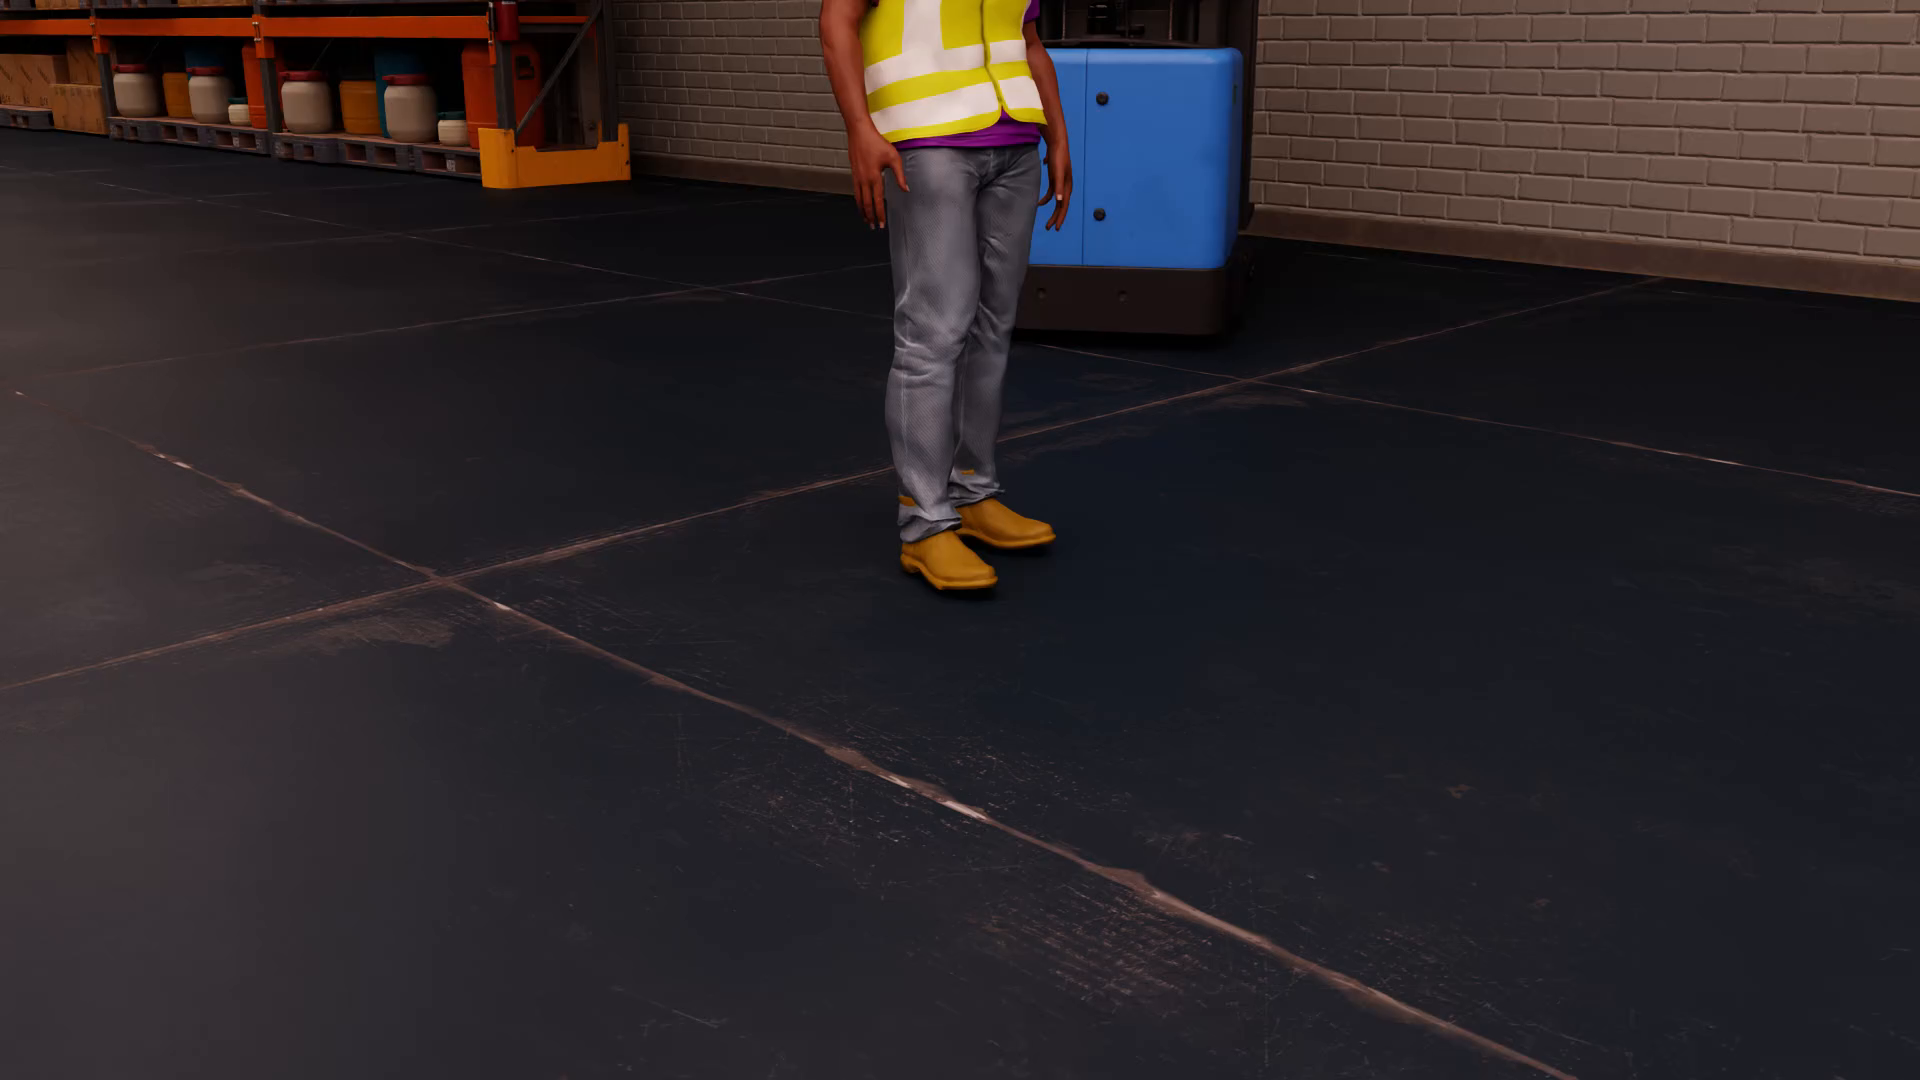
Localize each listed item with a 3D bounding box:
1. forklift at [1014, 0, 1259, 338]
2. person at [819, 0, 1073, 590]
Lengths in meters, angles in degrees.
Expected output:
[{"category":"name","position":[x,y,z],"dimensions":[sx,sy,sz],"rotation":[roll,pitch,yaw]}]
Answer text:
[{"category":"forklift","position":[0.758,-2.541,7.164],"dimensions":[1.130,2.935,3.031],"rotation":[4,17,11]},{"category":"person","position":[0.045,-0.835,3.582],"dimensions":[0.577,1.765,0.666],"rotation":[16,23,42]}]
